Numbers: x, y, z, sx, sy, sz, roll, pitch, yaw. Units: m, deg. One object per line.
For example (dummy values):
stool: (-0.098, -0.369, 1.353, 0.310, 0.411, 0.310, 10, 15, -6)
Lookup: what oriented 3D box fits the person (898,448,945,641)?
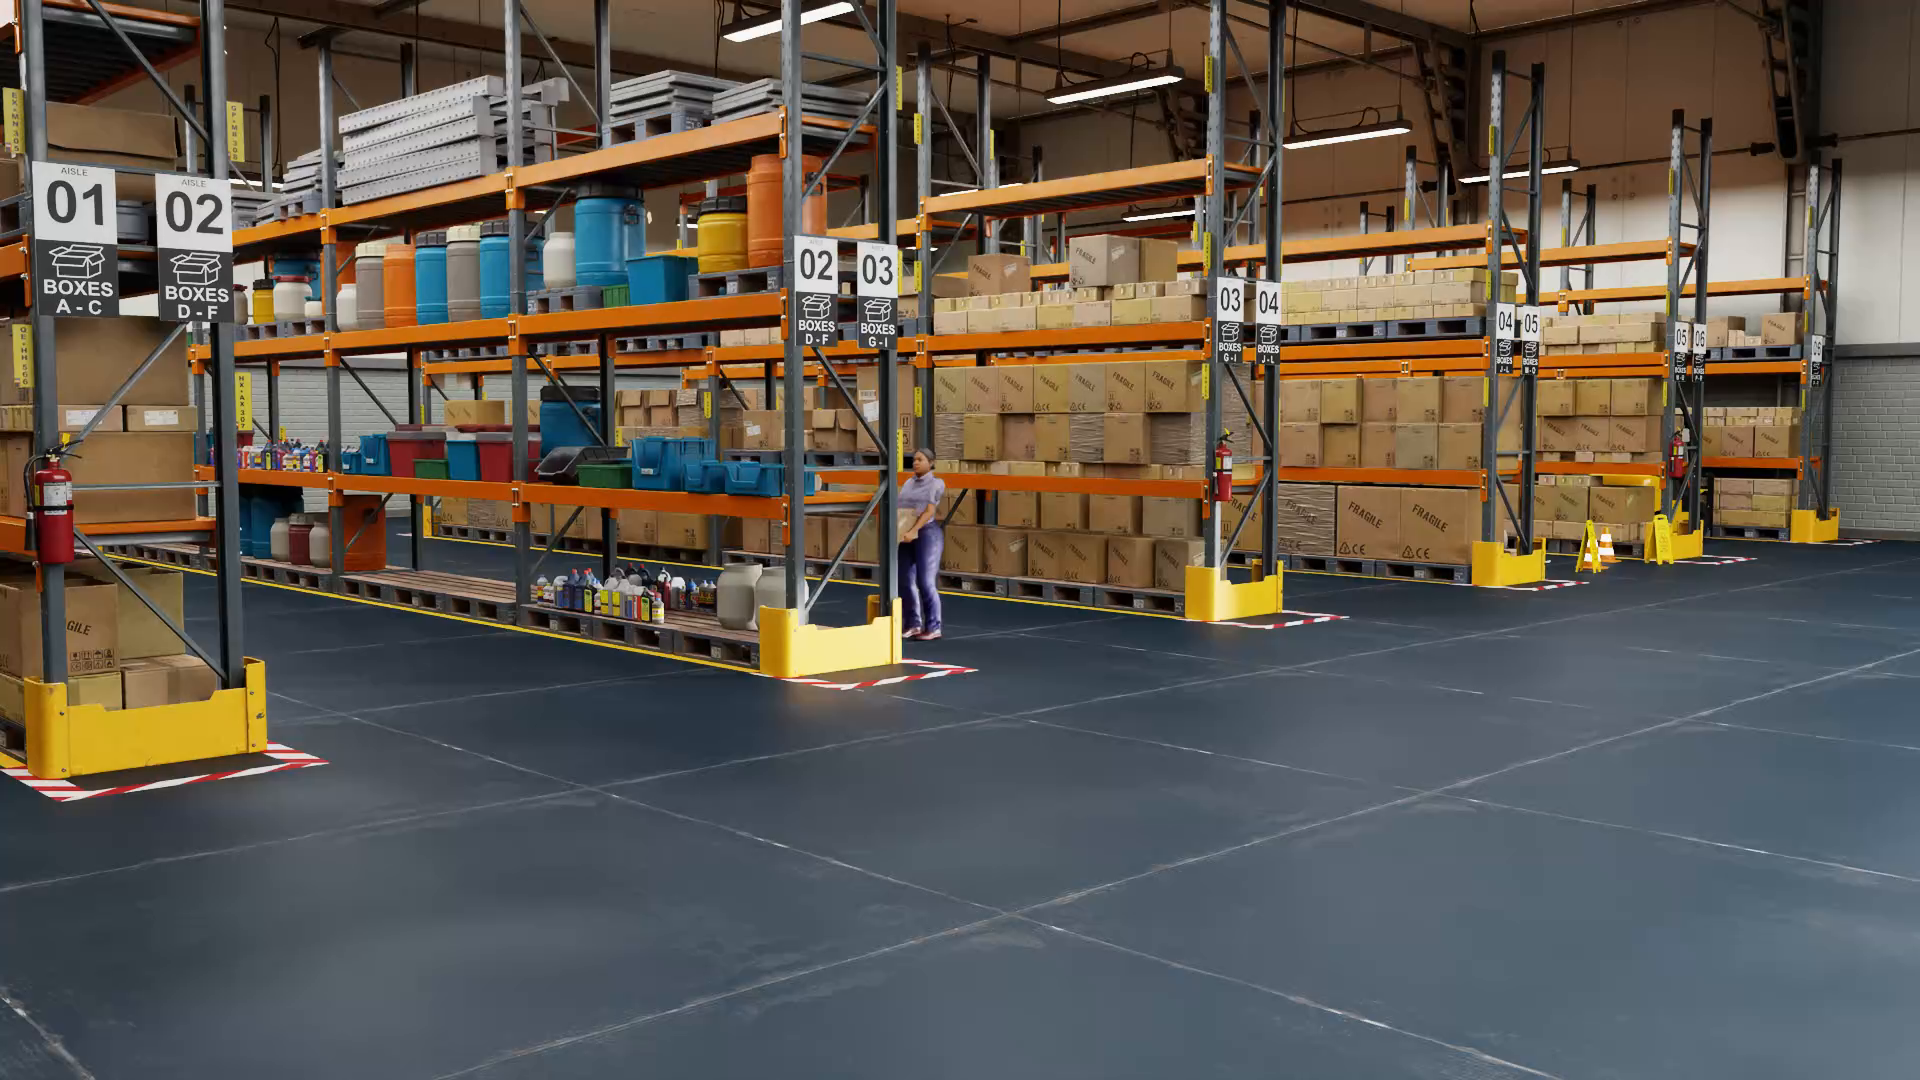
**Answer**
person: (-0.405, 0.033, 14.253, 0.522, 1.643, 0.449, -4, 6, -43)
